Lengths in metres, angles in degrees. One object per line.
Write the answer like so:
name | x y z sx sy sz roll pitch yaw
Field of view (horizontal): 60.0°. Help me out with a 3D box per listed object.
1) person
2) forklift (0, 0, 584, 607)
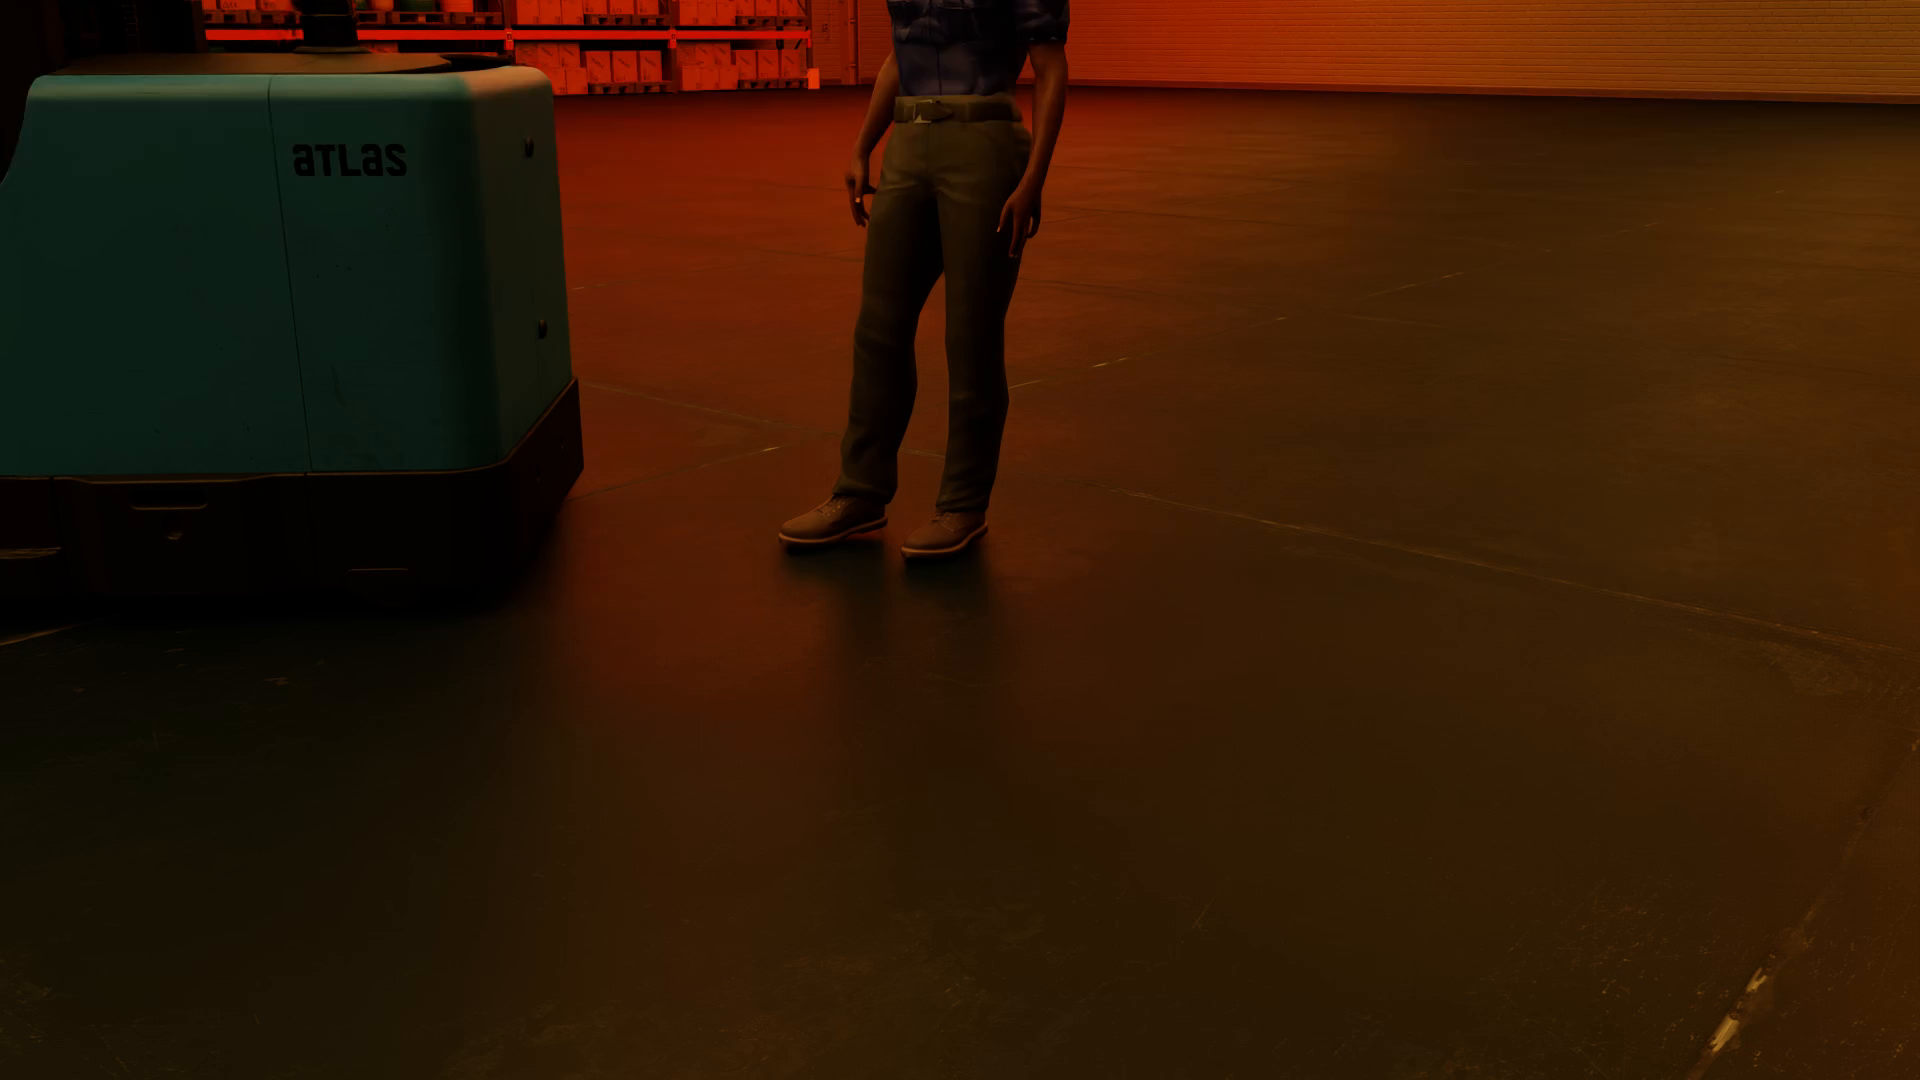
person | -0.071 -0.783 3.647 0.569 1.656 0.503 13 21 37
forklift | -2.462 -1.369 3.407 3.031 2.935 1.130 -1 17 -3
